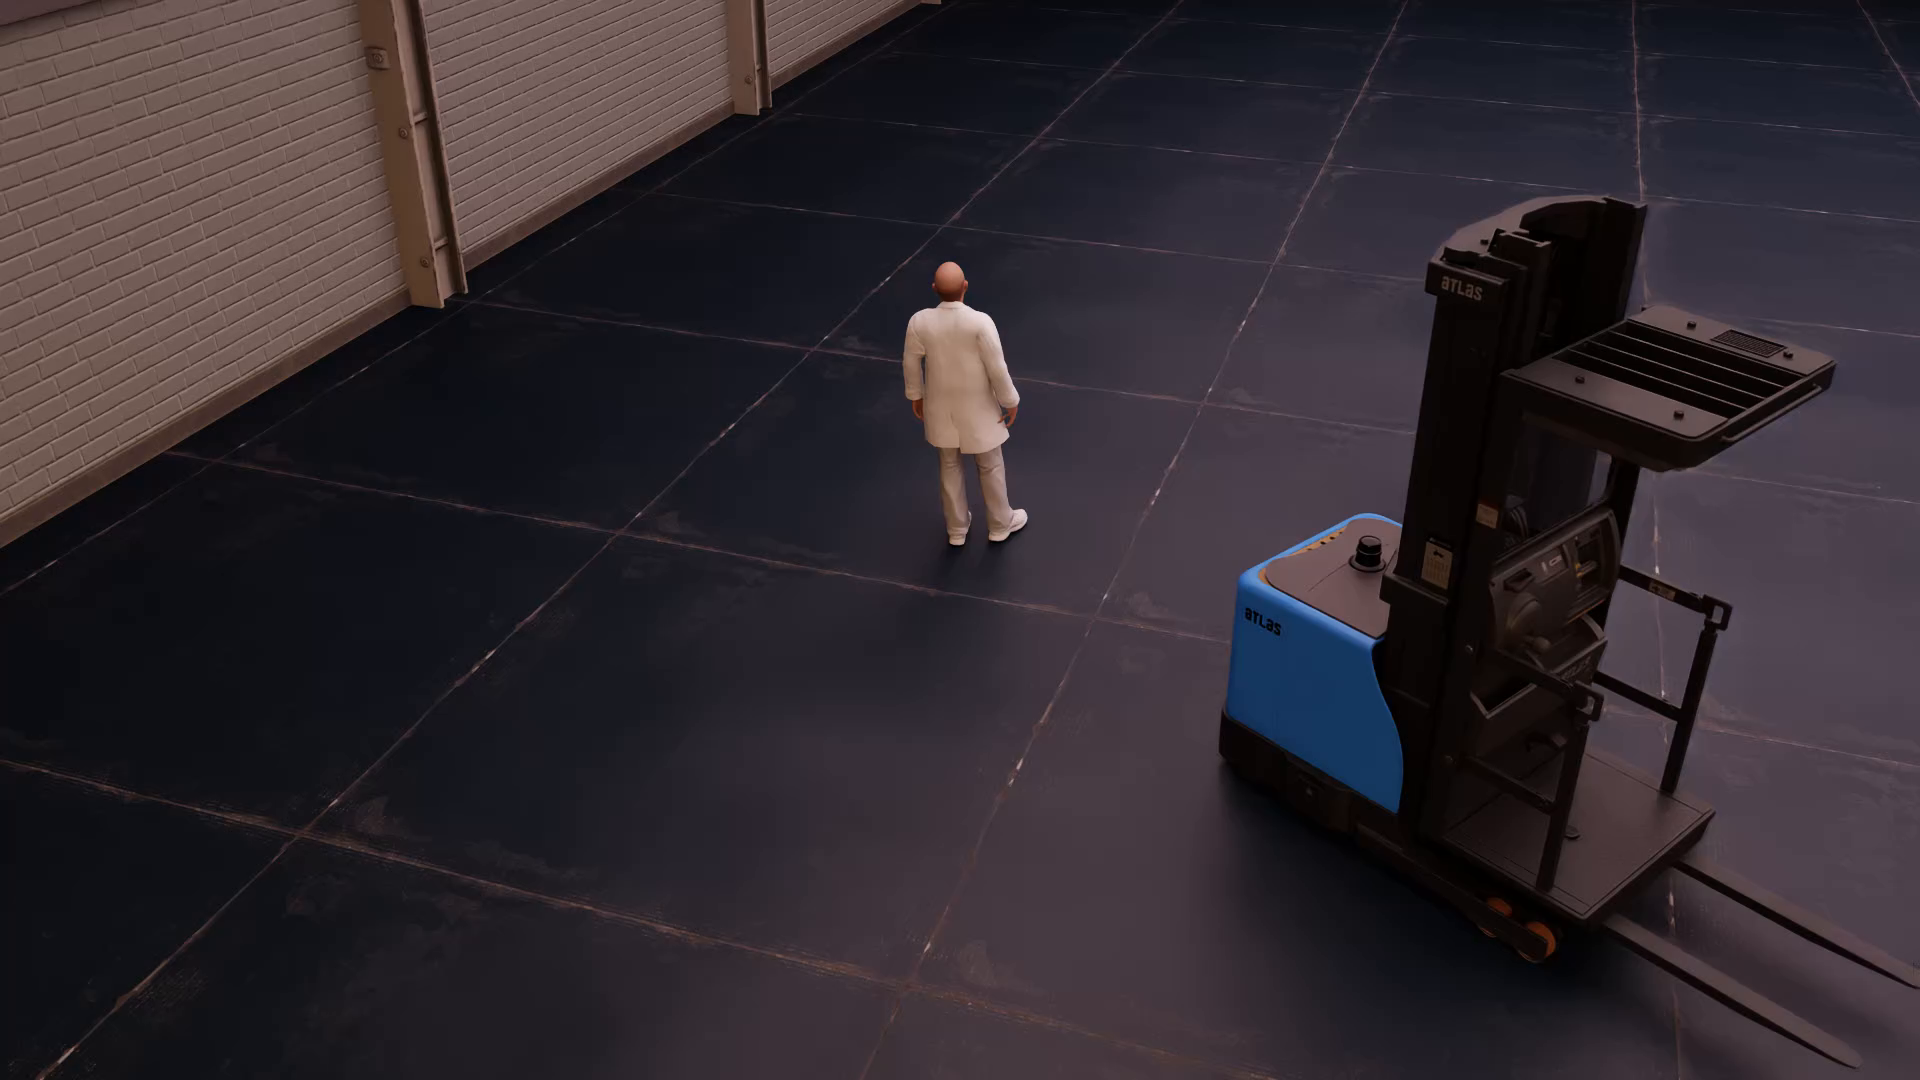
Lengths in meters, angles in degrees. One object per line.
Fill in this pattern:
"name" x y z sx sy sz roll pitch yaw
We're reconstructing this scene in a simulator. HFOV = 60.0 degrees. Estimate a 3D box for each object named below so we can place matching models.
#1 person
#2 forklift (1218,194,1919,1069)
"person" 0.033 -0.821 9.726 0.698 1.778 0.578 10 31 16
"forklift" 2.608 0.214 6.761 1.130 2.935 3.031 -23 37 -35
